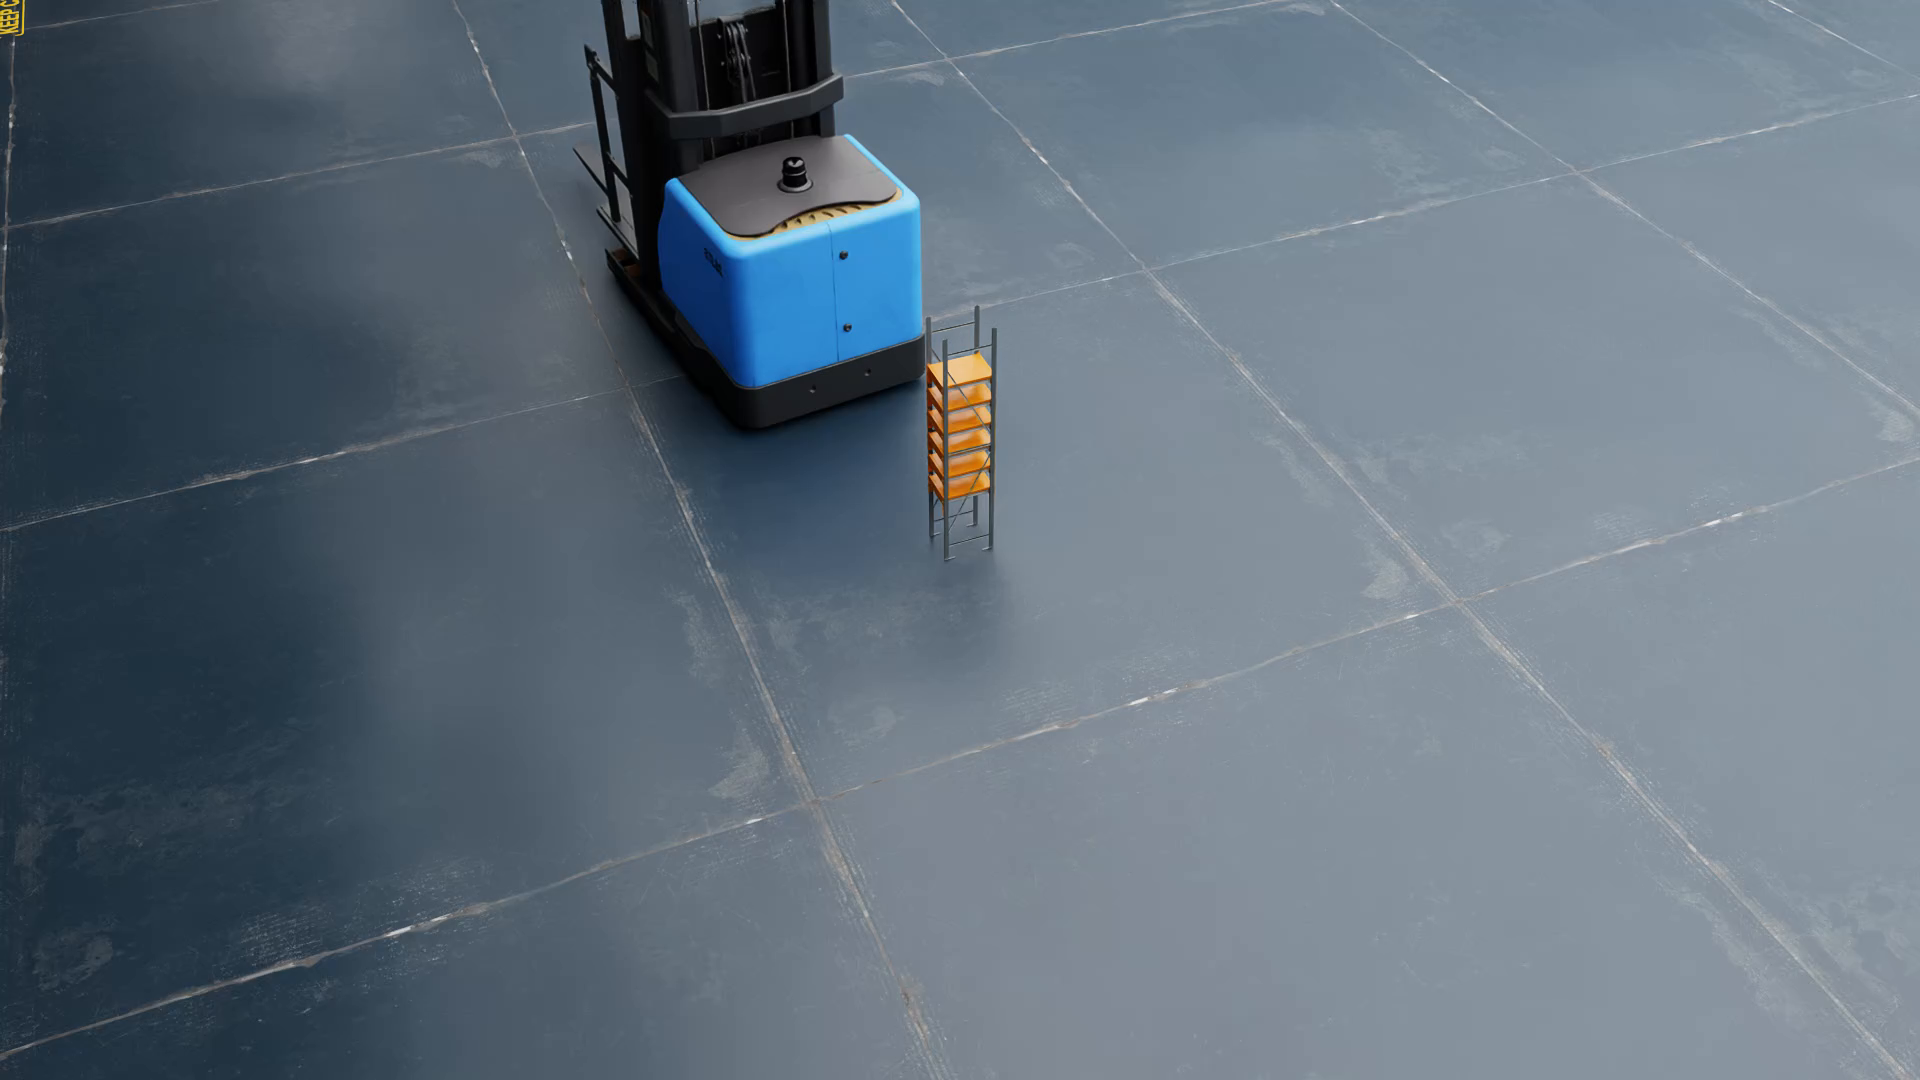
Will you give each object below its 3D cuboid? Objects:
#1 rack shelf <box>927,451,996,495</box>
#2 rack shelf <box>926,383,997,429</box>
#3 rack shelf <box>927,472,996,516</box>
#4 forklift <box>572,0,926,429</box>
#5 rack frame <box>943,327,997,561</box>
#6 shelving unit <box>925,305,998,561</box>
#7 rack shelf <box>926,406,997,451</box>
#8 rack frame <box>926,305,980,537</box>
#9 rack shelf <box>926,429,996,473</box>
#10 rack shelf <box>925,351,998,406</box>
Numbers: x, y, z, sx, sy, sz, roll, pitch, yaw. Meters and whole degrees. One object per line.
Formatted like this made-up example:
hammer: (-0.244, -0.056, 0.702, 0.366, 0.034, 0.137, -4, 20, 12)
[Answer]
rack shelf: (0.006, -0.322, 7.374, 0.258, 0.103, 0.180, -15, 43, -17)
rack shelf: (0.006, -0.594, 7.140, 0.258, 0.103, 0.180, -15, 43, -17)
rack shelf: (0.006, -0.231, 7.453, 0.258, 0.103, 0.180, -15, 43, -17)
forklift: (-1.333, -2.609, 8.454, 1.130, 2.935, 3.031, -20, 45, -22)
rack frame: (0.041, -0.391, 7.203, 0.240, 1.200, 0.006, -15, 43, -17)
shelving unit: (0.006, -0.446, 7.267, 0.258, 1.200, 0.189, -15, 43, -17)
rack shelf: (0.006, -0.504, 7.218, 0.258, 0.103, 0.180, -15, 43, -17)
rack frame: (-0.029, -0.501, 7.331, 0.240, 1.200, 0.006, -15, 43, -17)
rack shelf: (0.006, -0.413, 7.296, 0.258, 0.103, 0.180, -15, 43, -17)
rack shelf: (0.006, -0.685, 7.062, 0.258, 0.103, 0.180, -15, 43, -17)
